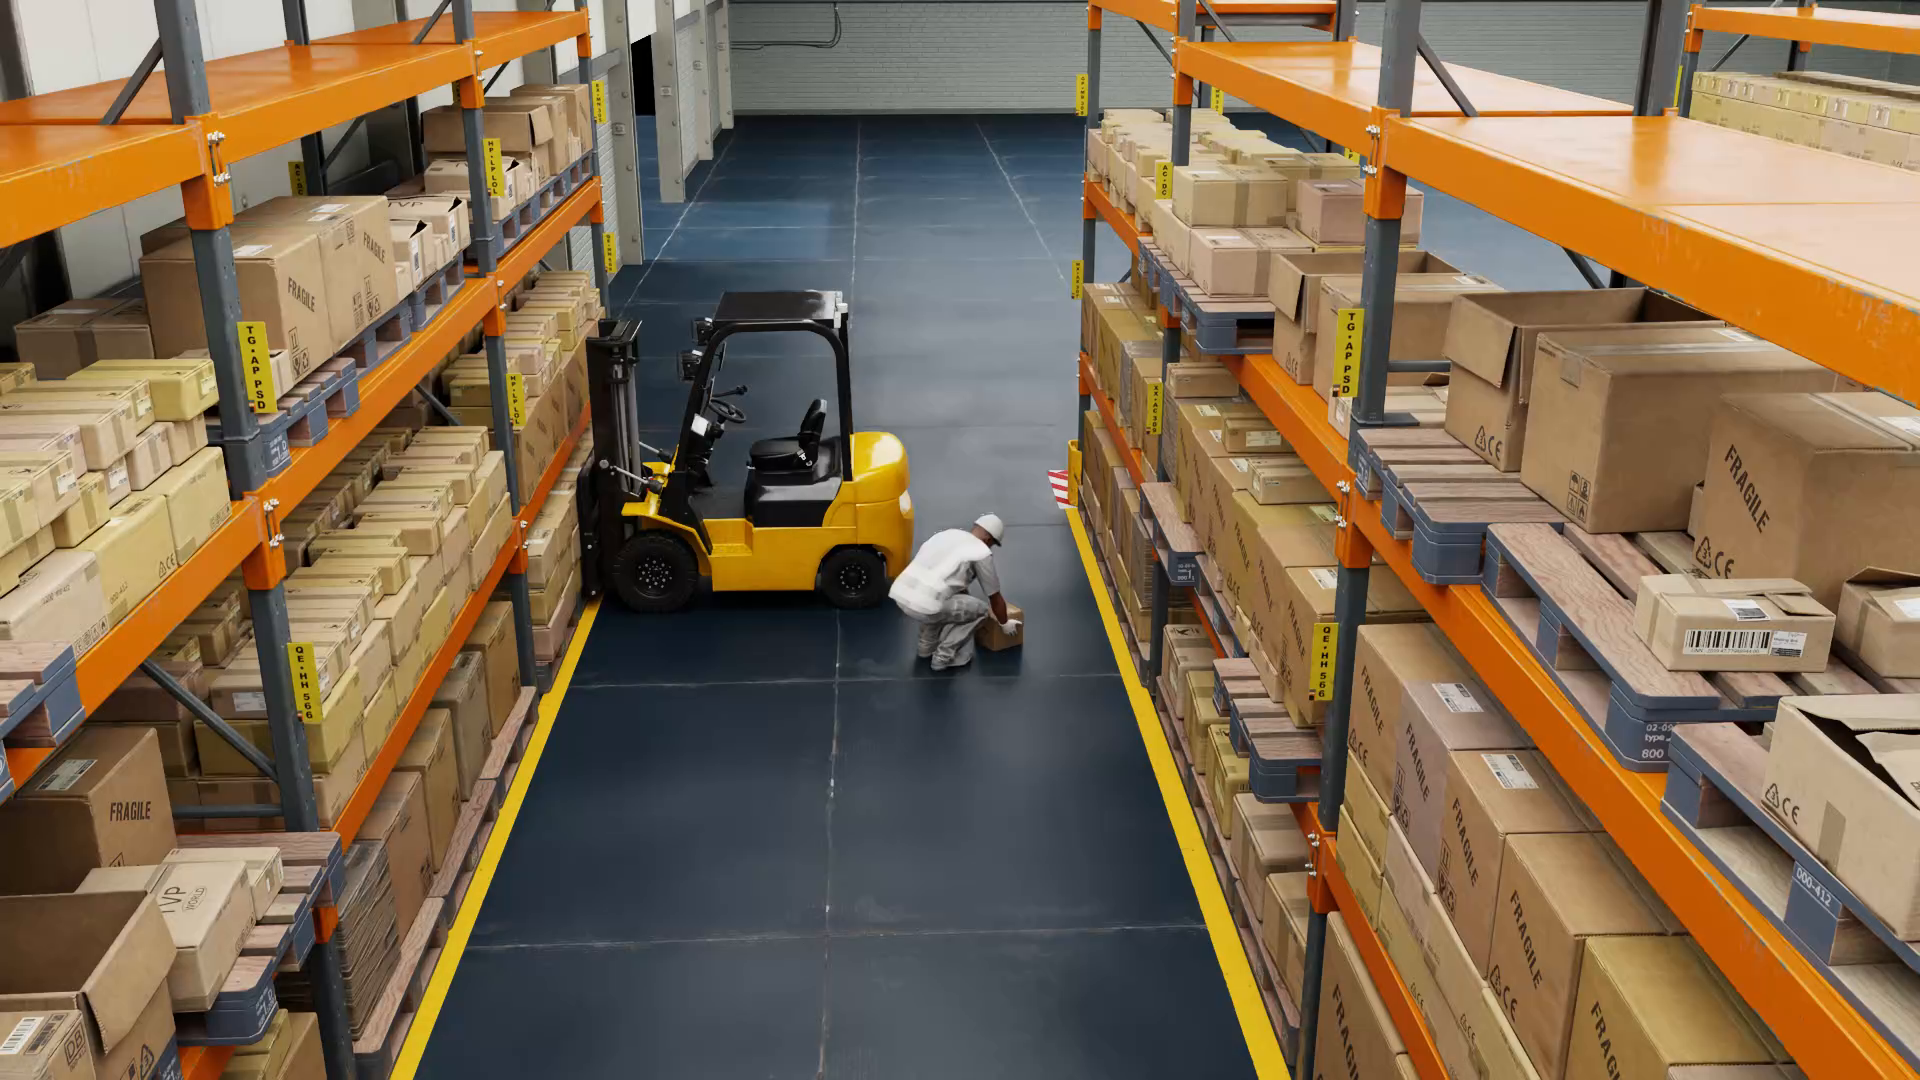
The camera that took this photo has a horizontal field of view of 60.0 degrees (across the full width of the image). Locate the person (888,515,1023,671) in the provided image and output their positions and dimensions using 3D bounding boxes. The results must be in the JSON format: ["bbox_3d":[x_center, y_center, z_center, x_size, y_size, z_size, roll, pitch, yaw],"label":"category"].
[{"bbox_3d":[-0.055,0.346,11.341,0.923,0.936,0.574,-14,24,-33],"label":"person"}]
